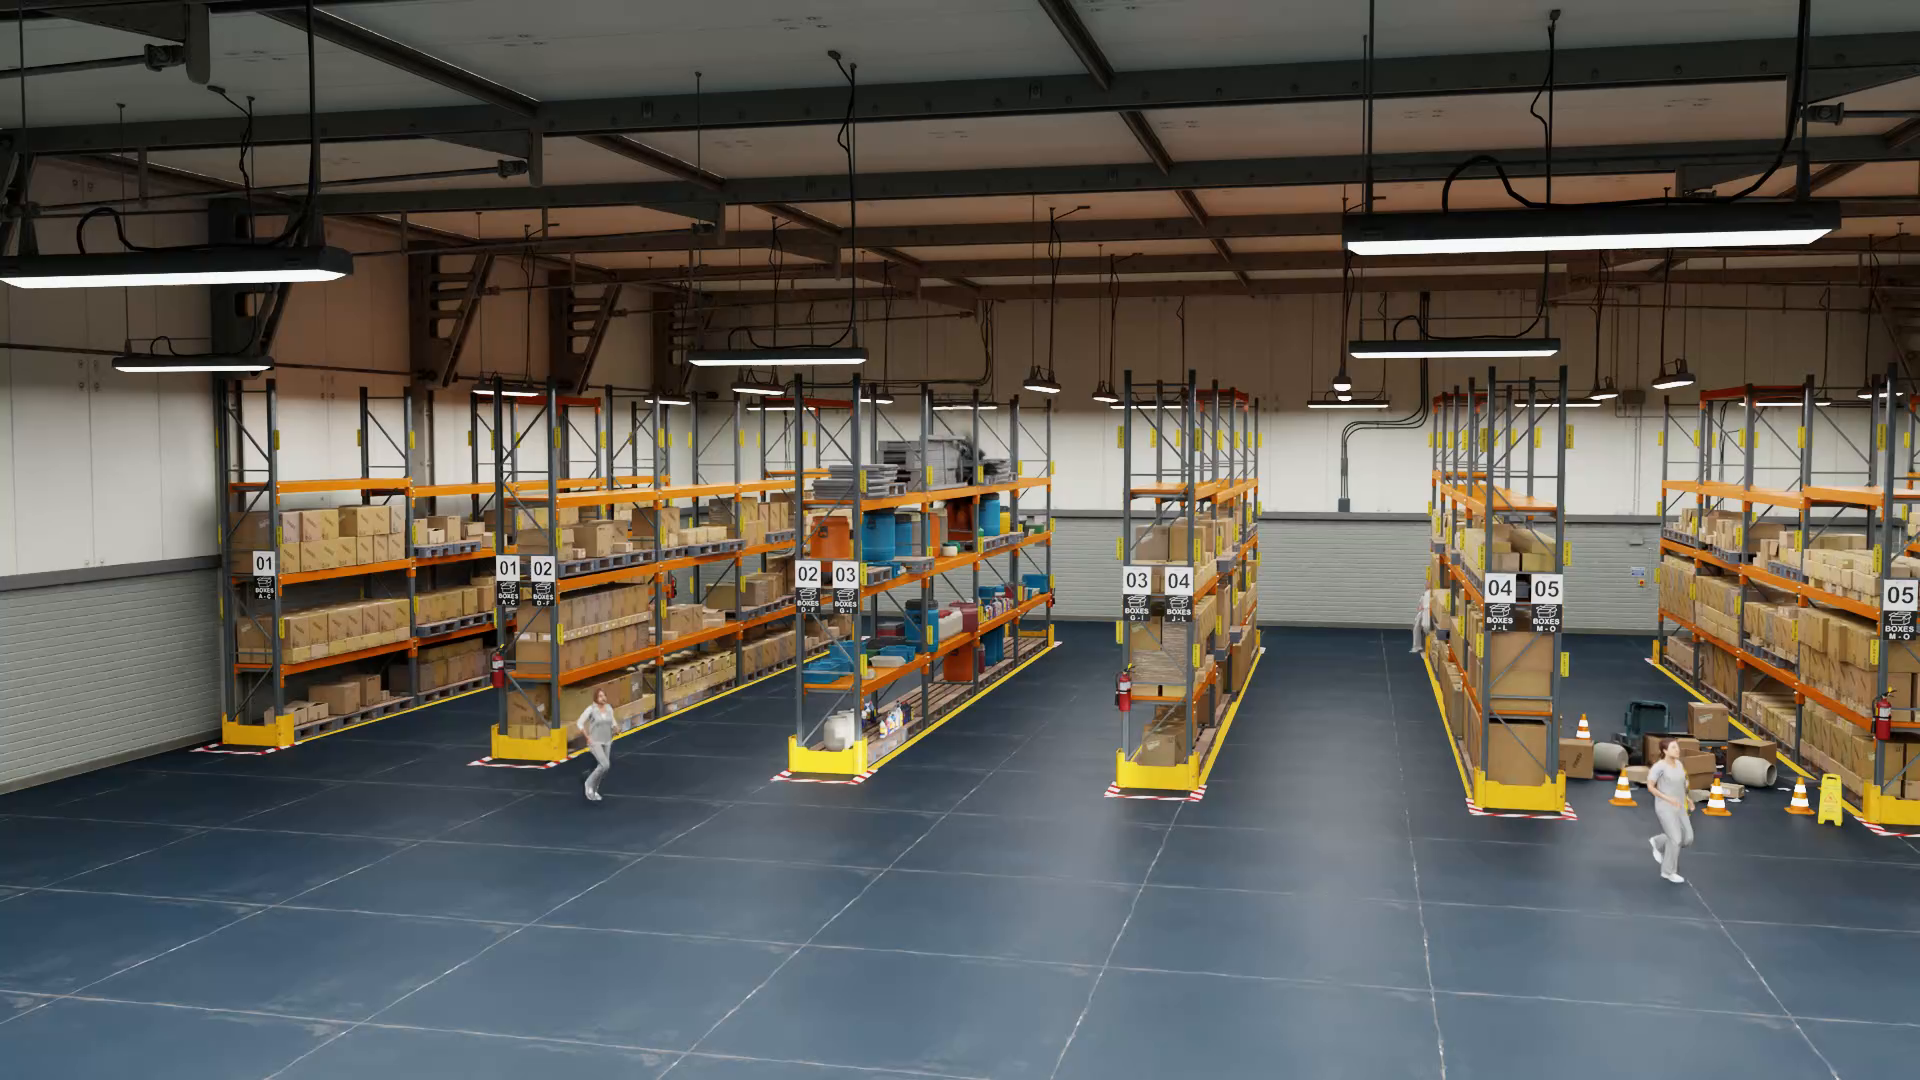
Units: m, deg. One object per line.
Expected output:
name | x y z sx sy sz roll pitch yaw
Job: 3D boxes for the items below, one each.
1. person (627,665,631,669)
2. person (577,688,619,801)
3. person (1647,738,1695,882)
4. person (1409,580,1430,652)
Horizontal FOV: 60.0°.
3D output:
person | -7.115 2.063 34.824 0.650 1.688 0.601 0 3 3
person | -4.954 2.839 22.992 0.585 1.554 0.517 3 5 42
person | 8.075 3.058 18.980 0.565 1.631 0.573 -2 4 -25
person | 11.084 1.802 39.201 0.928 1.801 0.746 0 3 -8
